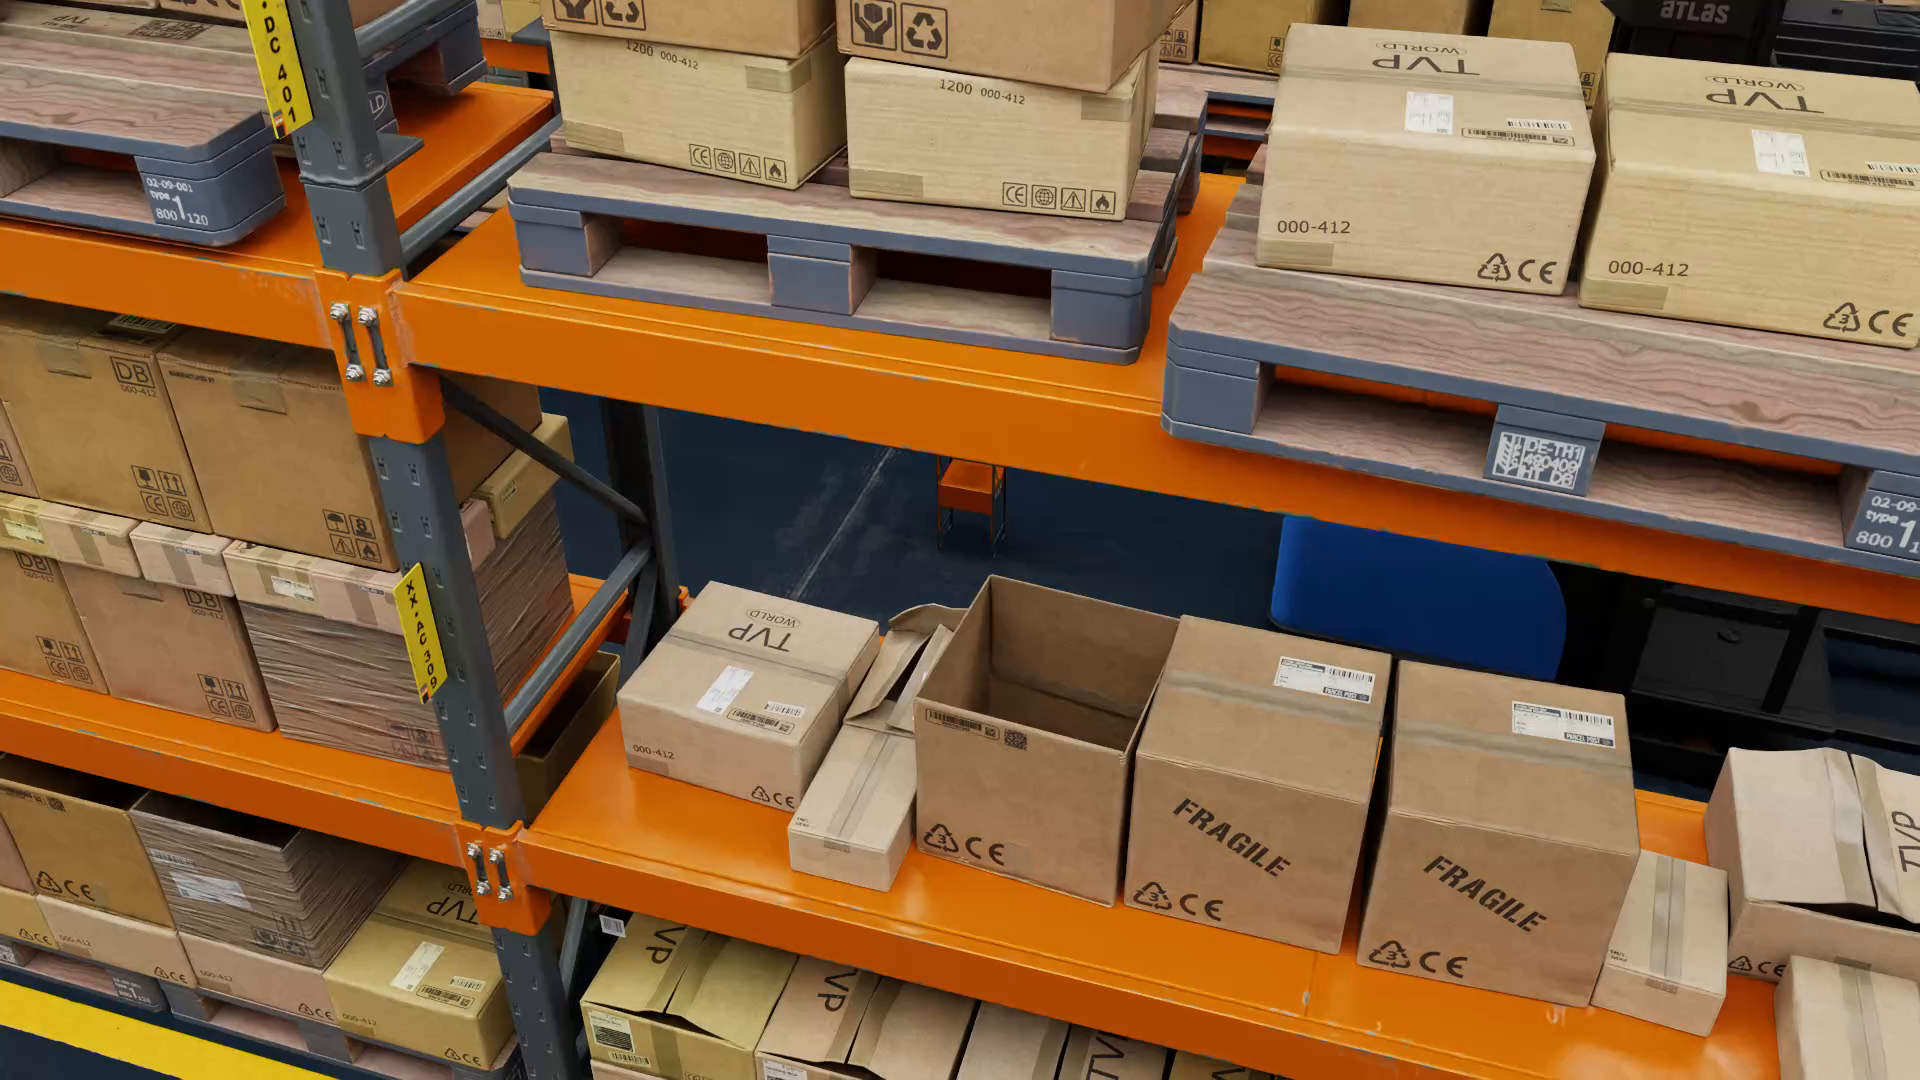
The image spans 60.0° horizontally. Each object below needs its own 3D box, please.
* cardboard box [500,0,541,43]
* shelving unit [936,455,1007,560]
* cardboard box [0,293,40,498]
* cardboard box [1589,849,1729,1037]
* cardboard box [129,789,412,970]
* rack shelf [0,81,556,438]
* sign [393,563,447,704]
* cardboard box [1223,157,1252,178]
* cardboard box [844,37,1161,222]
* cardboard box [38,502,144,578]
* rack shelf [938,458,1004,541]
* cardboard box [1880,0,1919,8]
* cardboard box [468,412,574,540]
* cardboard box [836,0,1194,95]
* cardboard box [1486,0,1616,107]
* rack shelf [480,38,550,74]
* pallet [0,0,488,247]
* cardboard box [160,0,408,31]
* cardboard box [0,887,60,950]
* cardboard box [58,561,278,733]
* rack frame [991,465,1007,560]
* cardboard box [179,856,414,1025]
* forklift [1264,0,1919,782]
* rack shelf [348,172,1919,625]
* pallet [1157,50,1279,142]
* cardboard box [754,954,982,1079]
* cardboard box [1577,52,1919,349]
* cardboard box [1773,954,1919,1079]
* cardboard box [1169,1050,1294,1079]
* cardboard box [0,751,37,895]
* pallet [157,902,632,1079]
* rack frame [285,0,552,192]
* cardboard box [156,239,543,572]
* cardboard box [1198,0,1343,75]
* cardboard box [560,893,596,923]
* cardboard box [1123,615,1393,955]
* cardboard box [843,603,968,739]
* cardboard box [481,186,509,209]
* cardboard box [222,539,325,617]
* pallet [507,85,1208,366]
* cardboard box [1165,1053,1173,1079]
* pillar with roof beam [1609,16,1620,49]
[{"bbox_3d":[-2.005,-2.741,8.554,0.500,0.250,0.500,10,38,13],"label":"cardboard box"},{"bbox_3d":[0.051,-0.413,6.926,0.252,1.050,0.215,10,38,14],"label":"shelving unit"},{"bbox_3d":[-2.402,-0.541,4.276,0.500,0.500,0.700,10,38,14],"label":"cardboard box"},{"bbox_3d":[1.568,0.888,3.724,0.250,0.149,0.380,13,38,17],"label":"cardboard box"},{"bbox_3d":[-1.997,0.857,4.888,0.500,0.500,0.500,10,38,14],"label":"cardboard box"},{"bbox_3d":[-2.925,-0.998,4.152,4.000,0.370,1.077,10,38,14],"label":"rack shelf"},{"bbox_3d":[-1.180,0.208,3.640,0.005,0.325,0.100,10,38,14],"label":"sign"},{"bbox_3d":[1.587,-1.806,8.278,0.500,0.250,0.500,10,37,13],"label":"cardboard box"},{"bbox_3d":[0.095,-0.833,3.093,0.500,0.250,0.500,7,37,9],"label":"cardboard box"},{"bbox_3d":[-2.076,-0.090,4.210,0.250,0.149,0.380,10,38,14],"label":"cardboard box"},{"bbox_3d":[0.051,-0.181,7.097,0.240,0.259,0.215,10,38,14],"label":"rack shelf"},{"bbox_3d":[3.937,-2.345,6.903,0.250,0.149,0.380,6,37,8],"label":"cardboard box"},{"bbox_3d":[-1.215,-0.185,4.339,0.250,0.149,0.380,10,38,14],"label":"cardboard box"},{"bbox_3d":[0.112,-1.126,2.859,0.500,0.500,0.500,14,39,18],"label":"cardboard box"},{"bbox_3d":[2.628,-2.325,7.423,0.500,0.500,0.700,10,38,14],"label":"cardboard box"},{"bbox_3d":[-1.451,-2.593,8.850,4.000,0.370,1.077,10,38,14],"label":"rack shelf"},{"bbox_3d":[-1.838,-1.035,3.670,1.213,0.211,1.003,10,38,14],"label":"pallet"},{"bbox_3d":[-1.418,-1.438,3.586,0.500,0.500,0.500,14,38,18],"label":"cardboard box"},{"bbox_3d":[-2.957,0.992,5.337,0.500,0.250,0.500,10,38,14],"label":"cardboard box"},{"bbox_3d":[-1.947,0.069,4.541,0.500,0.500,0.700,10,38,13],"label":"cardboard box"},{"bbox_3d":[0.168,-0.392,6.897,0.008,1.050,0.200,10,38,14],"label":"rack frame"},{"bbox_3d":[-1.998,1.160,5.109,0.500,0.250,0.500,10,38,14],"label":"cardboard box"},{"bbox_3d":[2.747,-0.620,5.619,3.031,2.935,1.130,11,38,15],"label":"forklift"},{"bbox_3d":[0.893,-0.291,3.191,4.000,0.370,1.077,10,38,14],"label":"rack shelf"},{"bbox_3d":[1.144,-2.235,7.918,1.213,0.211,1.003,10,38,14],"label":"pallet"},{"bbox_3d":[-0.219,1.292,4.457,0.500,0.311,0.500,10,38,13],"label":"cardboard box"},{"bbox_3d":[1.304,-0.574,2.742,0.500,0.250,0.500,10,37,13],"label":"cardboard box"},{"bbox_3d":[1.861,1.079,3.465,0.250,0.149,0.380,10,38,14],"label":"cardboard box"},{"bbox_3d":[0.772,1.471,4.213,0.500,0.311,0.500,12,38,15],"label":"cardboard box"},{"bbox_3d":[-2.957,0.690,5.114,0.500,0.500,0.500,10,38,14],"label":"cardboard box"},{"bbox_3d":[-1.762,1.232,5.397,1.213,0.211,1.003,10,38,14],"label":"pallet"},{"bbox_3d":[-1.016,-2.142,2.569,0.127,3.000,1.000,10,38,14],"label":"rack frame"},{"bbox_3d":[-1.441,-0.364,4.035,0.500,0.500,0.700,11,38,14],"label":"cardboard box"},{"bbox_3d":[1.465,-2.535,7.708,0.500,0.500,0.700,14,39,19],"label":"cardboard box"},{"bbox_3d":[-1.368,0.959,5.383,0.500,0.250,0.500,10,38,14],"label":"cardboard box"},{"bbox_3d":[0.693,0.560,3.874,0.500,0.500,0.500,11,38,14],"label":"cardboard box"},{"bbox_3d":[-0.122,0.379,4.317,0.258,0.266,0.396,10,37,13],"label":"cardboard box"},{"bbox_3d":[-2.727,-2.158,9.548,0.500,0.311,0.500,6,37,9],"label":"cardboard box"},{"bbox_3d":[-1.575,0.001,4.087,0.250,0.149,0.380,10,37,13],"label":"cardboard box"},{"bbox_3d":[-0.170,-0.709,3.313,1.217,0.209,0.805,9,37,12],"label":"pallet"},{"bbox_3d":[0.278,1.605,4.505,0.500,0.250,0.500,9,37,12],"label":"cardboard box"},{"bbox_3d":[2.009,-2.522,3.085,0.400,9.000,9.100,10,38,14],"label":"pillar with roof beam"}]
